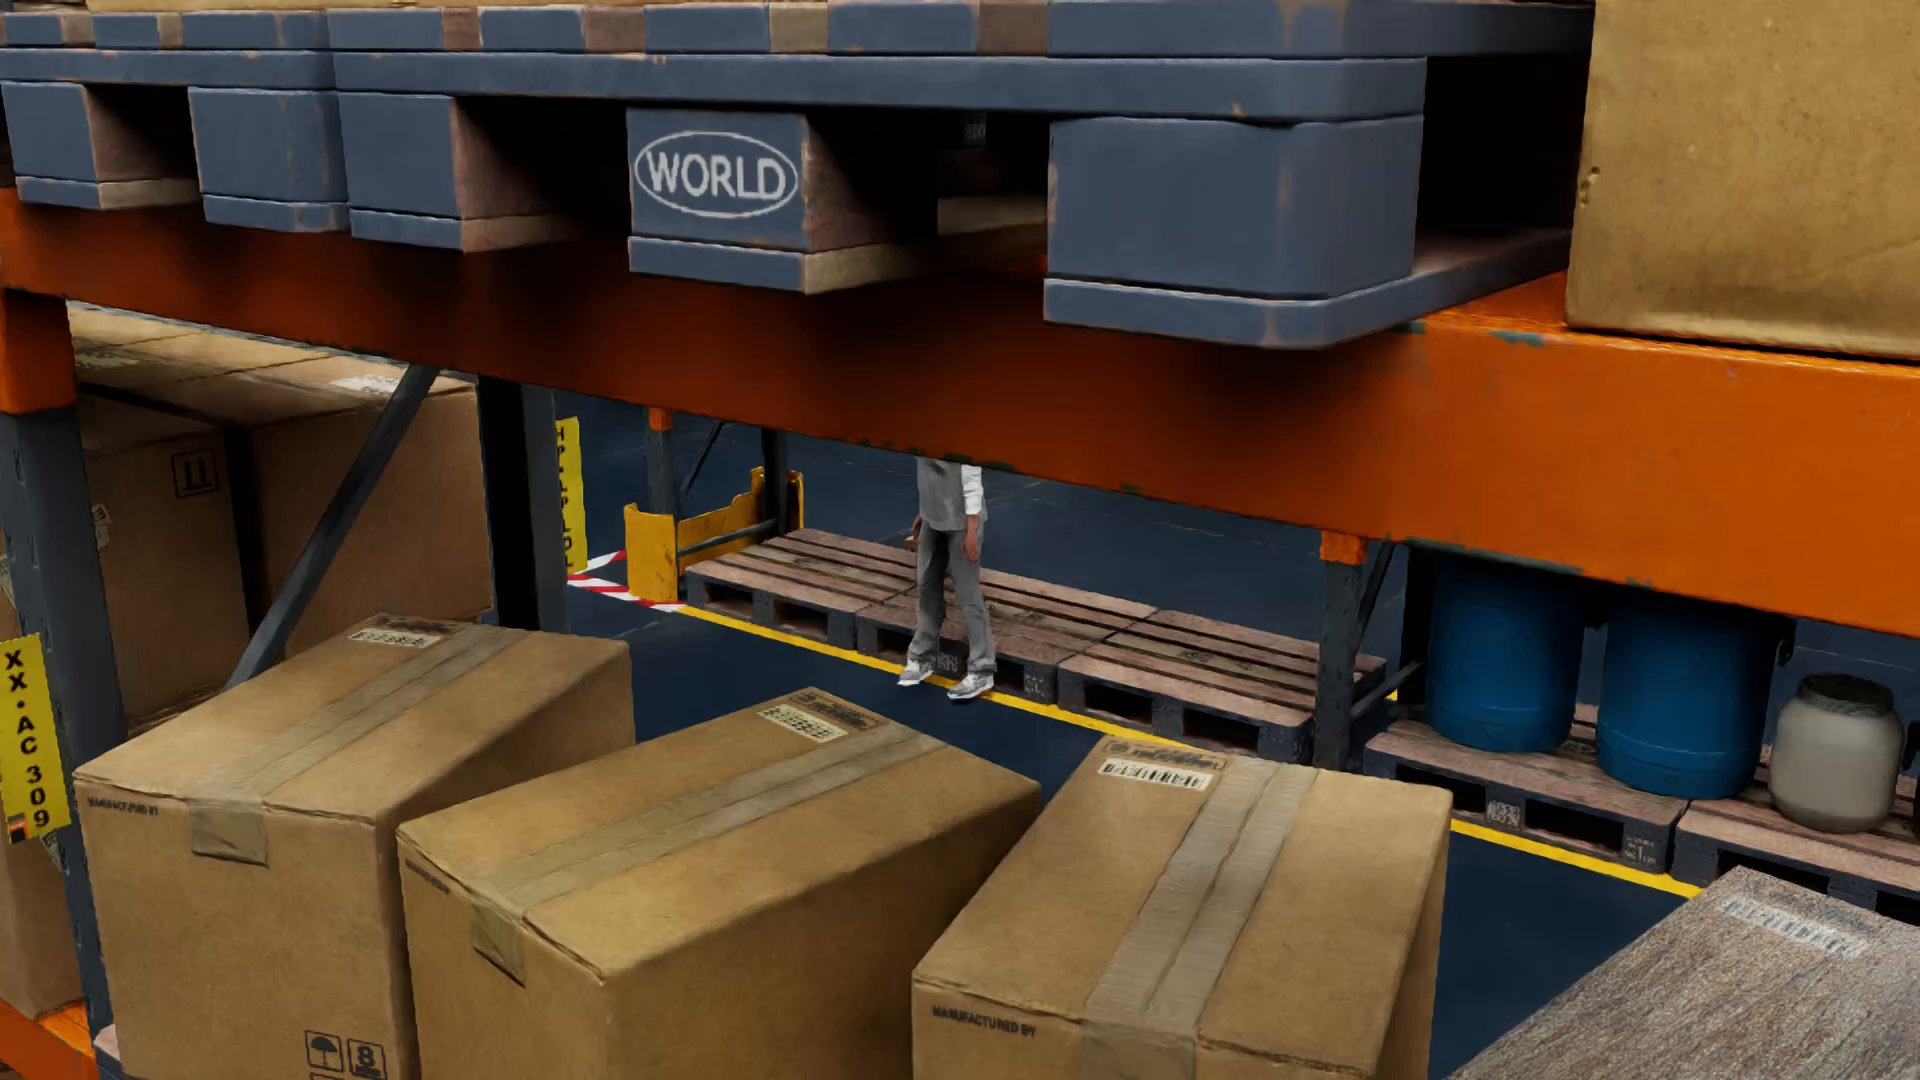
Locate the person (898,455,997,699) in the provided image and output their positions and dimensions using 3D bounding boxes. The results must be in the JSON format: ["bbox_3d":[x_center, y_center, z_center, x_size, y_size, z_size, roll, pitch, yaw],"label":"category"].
[{"bbox_3d":[-0.074,-0.059,7.677,0.437,1.600,0.450,-8,19,-24],"label":"person"}]
